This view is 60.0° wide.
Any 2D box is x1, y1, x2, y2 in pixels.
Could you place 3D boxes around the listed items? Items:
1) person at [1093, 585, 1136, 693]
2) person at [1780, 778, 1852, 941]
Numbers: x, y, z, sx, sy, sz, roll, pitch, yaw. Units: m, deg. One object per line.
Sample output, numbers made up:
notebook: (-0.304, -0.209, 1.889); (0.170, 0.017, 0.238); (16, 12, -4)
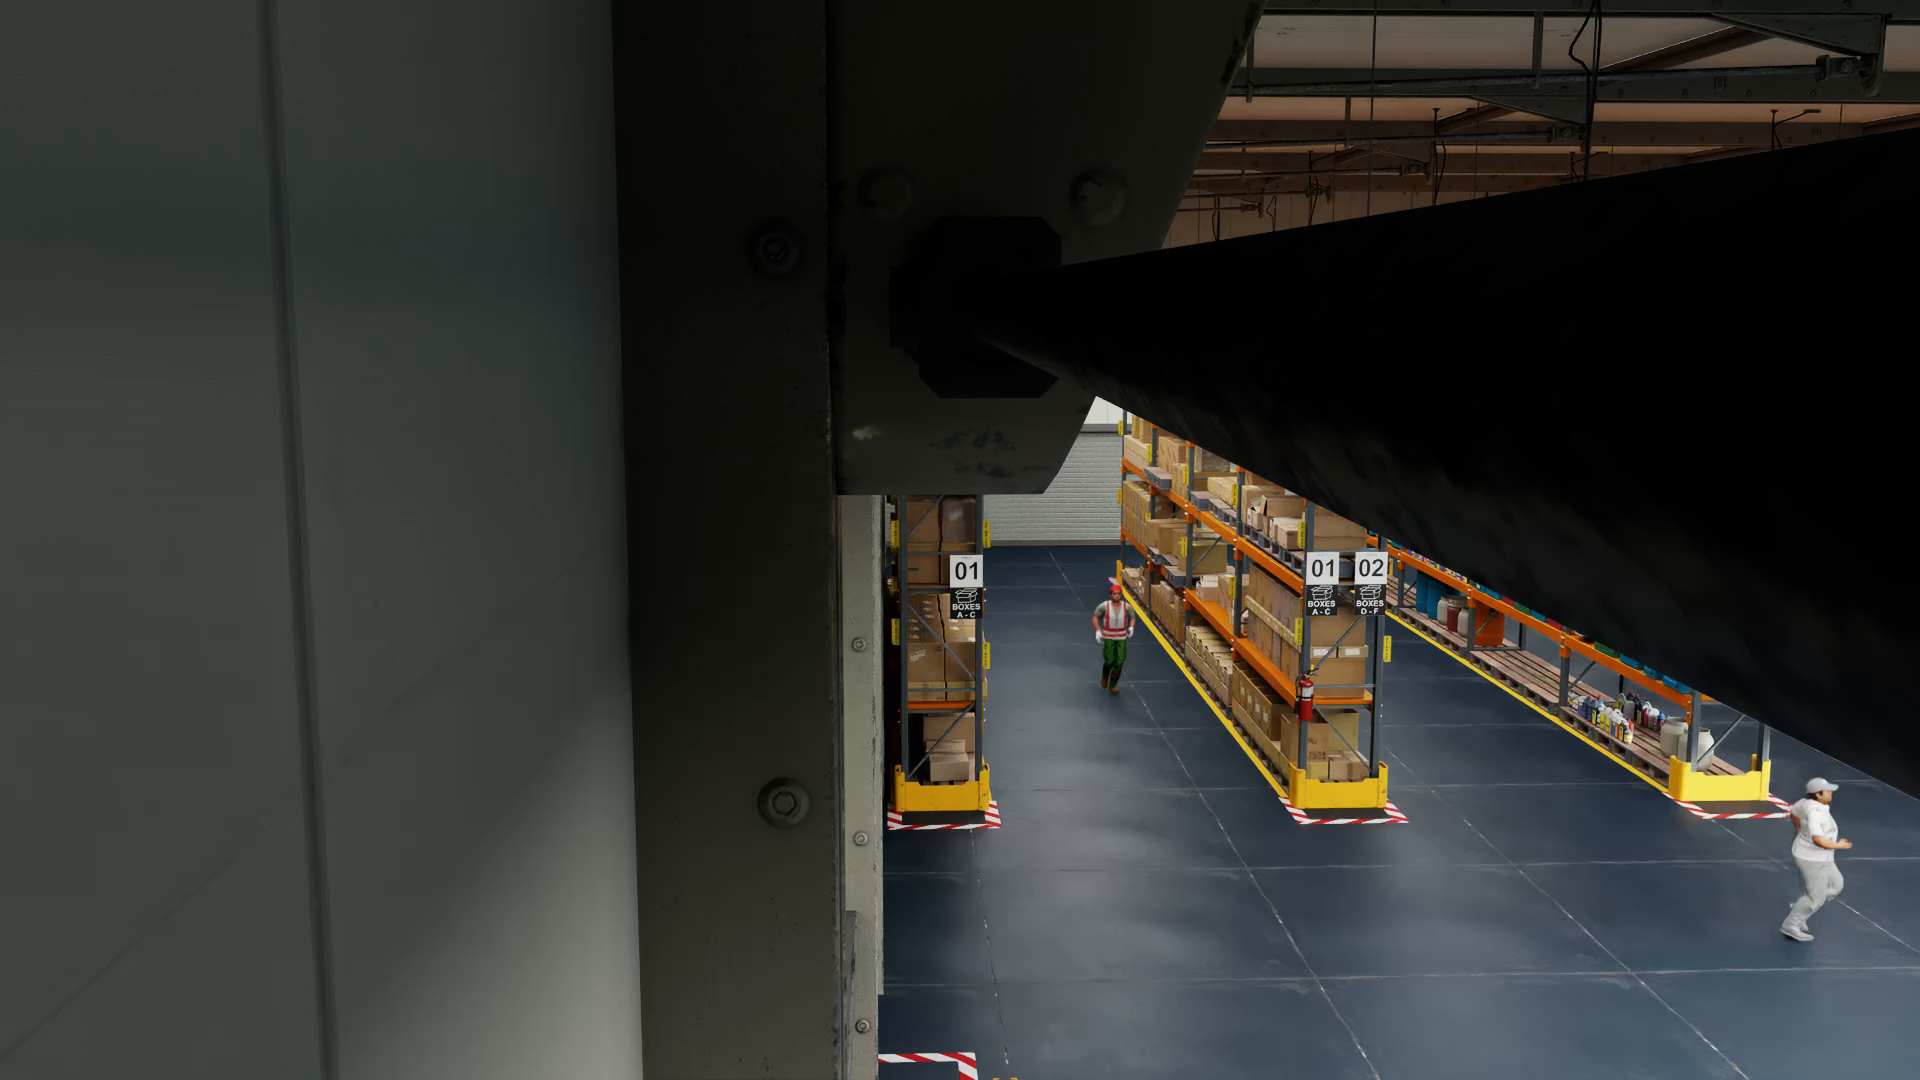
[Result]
person: (2.481, 1.575, 26.453); (0.668, 1.747, 0.583); (-1, 8, -7)
person: (8.409, 3.126, 16.307); (0.570, 1.639, 0.661); (3, 9, 21)
